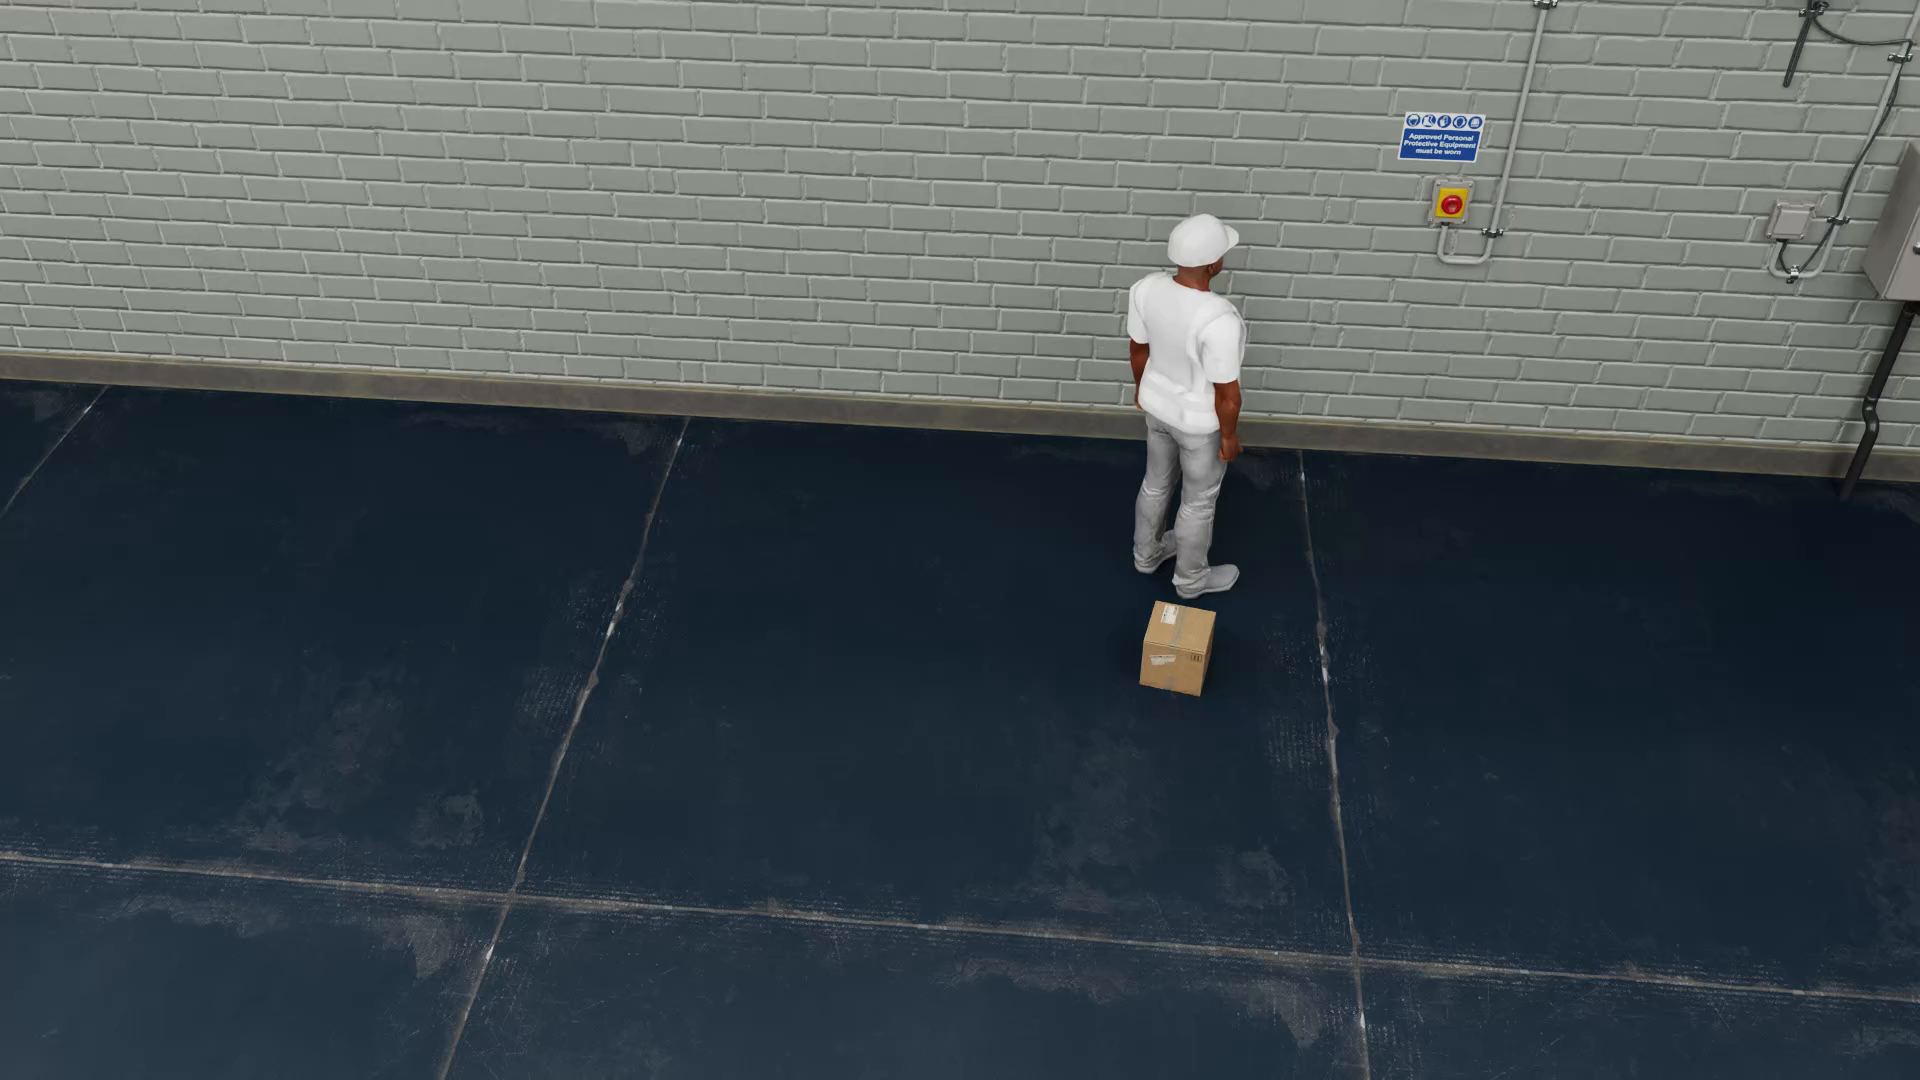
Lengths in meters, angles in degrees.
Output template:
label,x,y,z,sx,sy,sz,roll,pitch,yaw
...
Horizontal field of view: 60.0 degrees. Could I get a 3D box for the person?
label,x,y,z,sx,sy,sz,roll,pitch,yaw
person,0.935,-0.539,6.782,0.392,1.770,0.544,-29,48,-31
